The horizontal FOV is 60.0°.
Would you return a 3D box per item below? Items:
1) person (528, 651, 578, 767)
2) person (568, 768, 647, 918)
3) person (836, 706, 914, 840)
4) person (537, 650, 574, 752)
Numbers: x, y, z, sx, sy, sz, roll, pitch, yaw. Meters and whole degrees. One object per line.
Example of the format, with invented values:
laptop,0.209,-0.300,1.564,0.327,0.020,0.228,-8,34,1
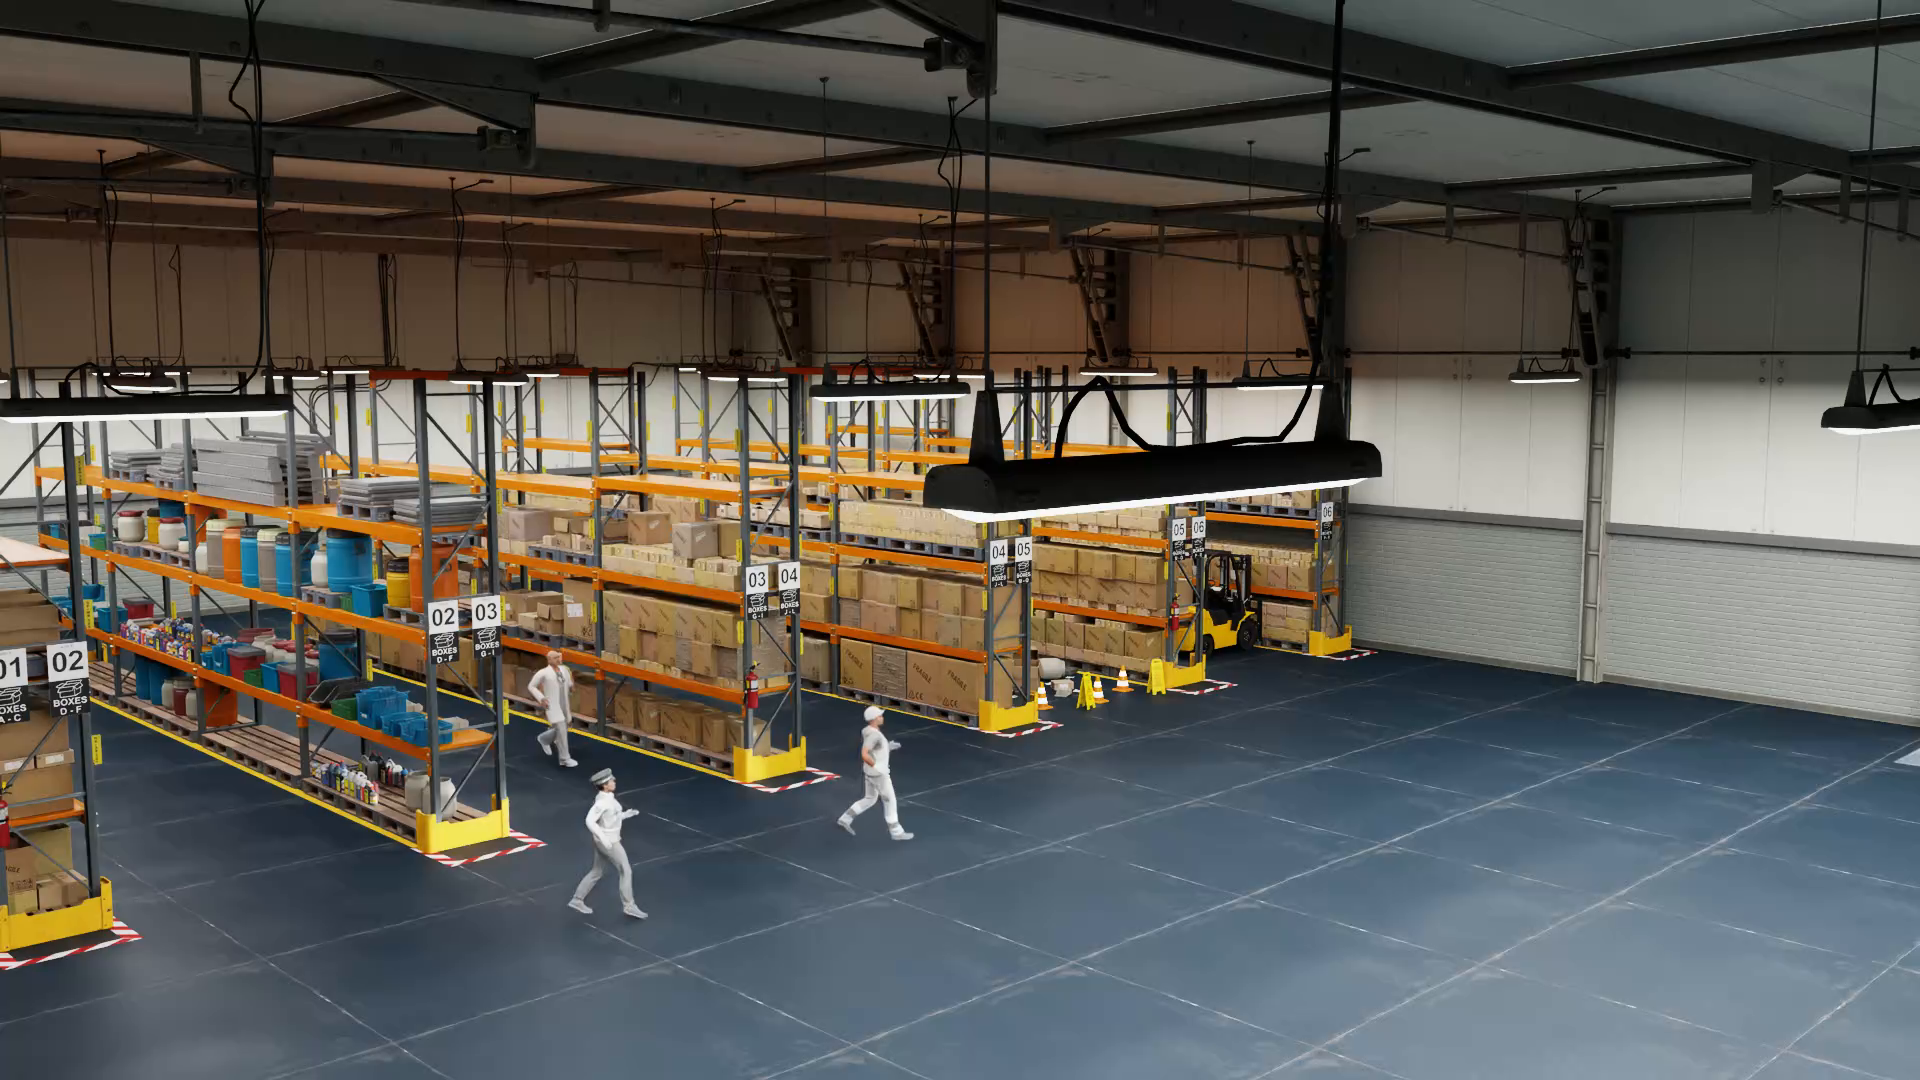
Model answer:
person,-6.227,2.573,25.557,0.979,1.752,0.719,4,8,34
person,-3.933,3.390,18.523,0.837,1.727,0.593,-2,7,-20
person,-1.073,3.007,21.442,0.960,1.766,0.662,-2,7,-16
person,-6.391,2.556,26.380,0.596,1.666,0.702,-5,8,-40
